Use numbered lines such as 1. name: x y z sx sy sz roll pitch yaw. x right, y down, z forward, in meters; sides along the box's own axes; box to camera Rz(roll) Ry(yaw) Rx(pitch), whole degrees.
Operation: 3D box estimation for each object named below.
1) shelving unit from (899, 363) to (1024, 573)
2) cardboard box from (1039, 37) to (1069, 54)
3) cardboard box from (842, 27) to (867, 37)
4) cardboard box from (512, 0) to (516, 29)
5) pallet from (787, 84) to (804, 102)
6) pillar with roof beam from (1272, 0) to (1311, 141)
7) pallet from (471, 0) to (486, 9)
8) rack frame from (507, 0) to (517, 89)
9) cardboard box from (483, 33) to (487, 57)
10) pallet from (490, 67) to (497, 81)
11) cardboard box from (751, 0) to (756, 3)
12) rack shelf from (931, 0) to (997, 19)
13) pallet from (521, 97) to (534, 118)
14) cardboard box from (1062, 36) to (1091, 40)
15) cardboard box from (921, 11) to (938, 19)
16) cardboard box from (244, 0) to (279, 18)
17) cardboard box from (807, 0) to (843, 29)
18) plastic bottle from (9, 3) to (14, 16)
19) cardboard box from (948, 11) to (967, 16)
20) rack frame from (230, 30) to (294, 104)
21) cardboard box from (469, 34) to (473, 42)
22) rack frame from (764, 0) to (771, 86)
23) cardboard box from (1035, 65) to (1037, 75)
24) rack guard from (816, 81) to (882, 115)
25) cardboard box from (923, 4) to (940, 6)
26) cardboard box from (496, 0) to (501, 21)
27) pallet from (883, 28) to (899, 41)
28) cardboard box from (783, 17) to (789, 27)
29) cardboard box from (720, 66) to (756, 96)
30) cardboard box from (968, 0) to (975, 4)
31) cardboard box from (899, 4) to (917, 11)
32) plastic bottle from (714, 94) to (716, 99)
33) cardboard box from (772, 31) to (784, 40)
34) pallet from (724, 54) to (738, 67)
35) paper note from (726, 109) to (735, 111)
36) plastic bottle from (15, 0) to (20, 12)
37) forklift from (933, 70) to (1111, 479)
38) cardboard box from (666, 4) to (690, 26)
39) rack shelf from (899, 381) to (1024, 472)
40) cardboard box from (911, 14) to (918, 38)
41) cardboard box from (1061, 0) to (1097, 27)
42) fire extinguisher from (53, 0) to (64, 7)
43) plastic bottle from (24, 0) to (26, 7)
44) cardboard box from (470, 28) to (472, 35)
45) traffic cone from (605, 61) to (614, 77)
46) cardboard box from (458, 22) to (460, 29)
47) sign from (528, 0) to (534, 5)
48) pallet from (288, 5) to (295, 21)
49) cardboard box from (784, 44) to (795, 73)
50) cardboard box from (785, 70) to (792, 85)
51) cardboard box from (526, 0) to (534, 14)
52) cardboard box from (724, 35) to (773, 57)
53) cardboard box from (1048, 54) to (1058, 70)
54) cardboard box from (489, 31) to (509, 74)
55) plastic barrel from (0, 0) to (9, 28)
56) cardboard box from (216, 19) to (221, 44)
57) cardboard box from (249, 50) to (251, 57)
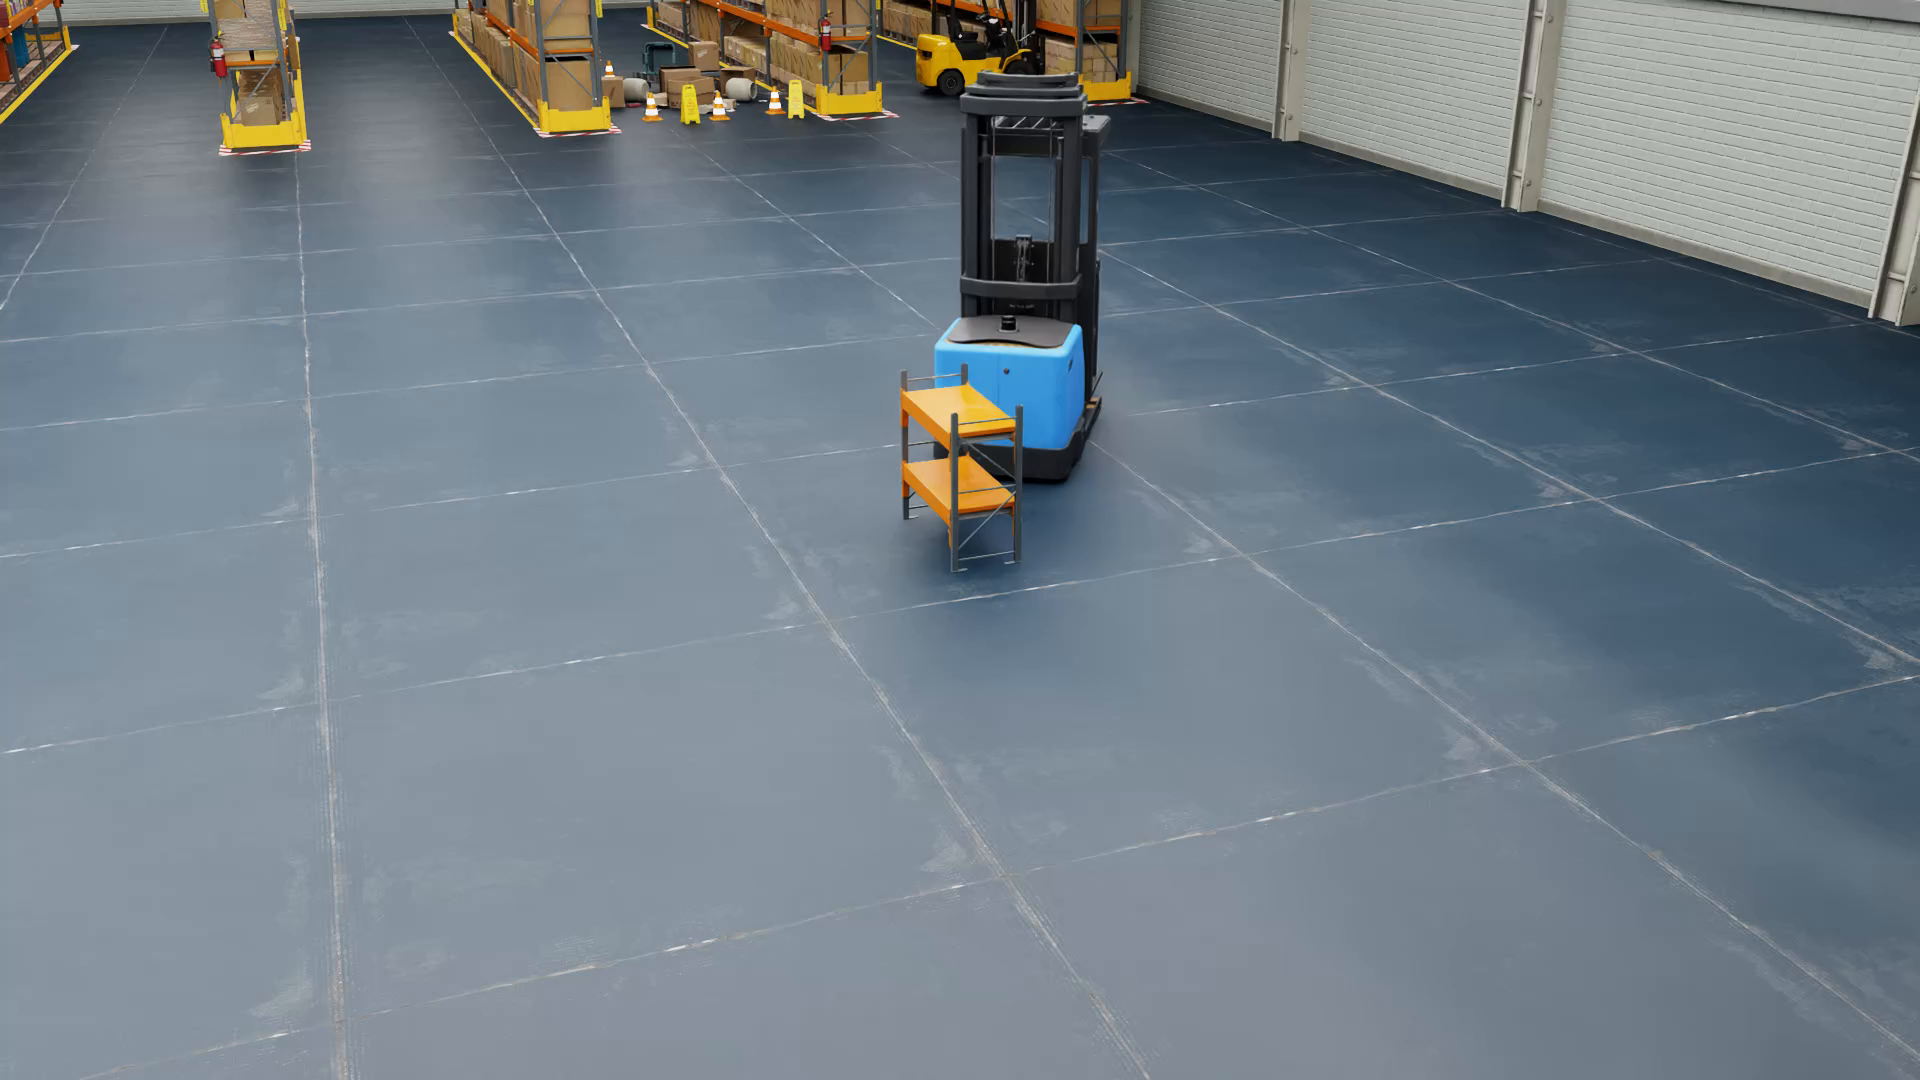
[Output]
1. shelving unit: -0.002 -0.521 11.537 0.538 1.125 1.048 -8 24 -19
2. cardboard box: 1.838 -9.690 32.590 0.500 0.250 0.500 -8 24 -18
3. cardboard box: -1.902 -9.165 29.956 0.380 0.149 0.250 -8 24 -19
4. cardboard box: -7.843 -9.803 30.954 0.875 0.550 0.550 -8 24 -19
5. pallet: -2.684 -8.614 31.916 1.003 0.211 1.213 -8 24 -19
6. pillar with roof beam: 1.356 -10.182 24.321 9.100 9.000 0.400 -8 24 -19
7. pallet: -9.749 -11.476 35.362 1.213 0.211 1.003 -8 24 -19
8. rack frame: -7.984 -9.867 31.297 1.000 3.000 0.127 -8 24 -19
9. cardboard box: -10.054 -10.754 36.080 0.500 0.500 0.500 -7 24 -17
10. pallet: -9.189 -9.738 34.583 1.003 0.211 1.213 -8 24 -19
11. cardboard box: -4.031 -10.996 33.760 0.380 0.149 0.250 -9 24 -20
12. rack shelf: 0.547 -11.660 36.479 1.077 0.370 4.000 -8 24 -19
13. pallet: -7.354 -7.851 30.104 1.003 0.211 1.213 -8 24 -19
14. cardboard box: 2.327 -9.763 32.765 0.500 0.250 0.500 -9 24 -19
15. cardboard box: -0.697 -12.298 38.910 0.380 0.149 0.250 -10 25 -22
16. cardboard box: -11.187 -8.650 26.613 0.500 0.500 0.500 -8 24 -19
17. cardboard box: -2.426 -9.472 29.848 0.500 0.500 0.500 -9 24 -20
18. plastic bottle: -18.981 -10.604 33.213 0.097 0.271 0.097 0 23 0
19. cardboard box: -0.053 -12.291 38.892 0.380 0.149 0.250 -7 24 -16
20. rack frame: -12.660 -9.223 29.770 1.000 3.000 0.127 -8 24 -19
21. cardboard box: -11.268 -11.749 38.893 0.380 0.149 0.250 -8 24 -18
22. rack frame: -3.389 -10.582 32.996 1.000 3.000 0.127 -8 24 -19
23. cardboard box: 1.665 -9.416 33.228 0.500 0.250 0.500 -8 24 -17
24. rack guard: -2.003 -8.005 30.098 1.175 0.500 0.348 -8 24 -19
25. cardboard box: -0.676 -12.954 40.464 0.380 0.149 0.250 -8 24 -18
26. cardboard box: -8.776 -10.433 32.512 0.500 0.500 0.500 -8 24 -18
27. pallet: -1.250 -12.596 41.364 1.003 0.211 1.213 -8 24 -19
28. cardboard box: -3.135 -9.842 31.563 0.380 0.149 0.250 -8 24 -19
29. cardboard box: -4.284 -8.856 32.114 0.500 0.500 0.500 8 24 18
30. cardboard box: 0.501 -11.709 35.863 0.500 0.250 0.500 -8 24 -19
31. cardboard box: -1.261 -12.970 40.503 0.380 0.149 0.250 -8 24 -19
32. plastic bottle: -4.688 -8.502 31.843 0.133 0.061 0.283 -4 23 -10
33. cardboard box: -3.445 -9.848 32.453 0.380 0.149 0.250 -8 24 -18
34. pallet: -4.528 -10.467 36.311 1.003 0.211 1.213 -8 24 -19
35. paper note: -4.172 -7.831 30.291 0.148 0.019 0.142 -18 29 -37
36. plastic bottle: -19.324 -10.929 33.978 0.152 0.276 0.135 -8 24 -19
37. forklift: 0.601 -2.355 13.564 1.130 2.935 3.031 5 23 11
38. cardboard box: -6.971 -13.398 42.434 0.875 0.438 0.875 -8 24 -18
39. rack shelf: -0.002 -0.791 11.424 0.538 0.278 1.000 -8 24 -19
40. cardboard box: -0.865 -12.257 39.647 0.500 0.500 0.500 -7 24 -17
41. cardboard box: 2.247 -10.000 31.486 0.500 0.500 0.500 -9 24 -20
42. fire extinguisher: -21.161 -12.813 38.868 0.296 0.674 0.183 -8 24 -19
43. plastic bottle: -19.678 -11.294 34.844 0.152 0.276 0.135 -8 24 -19
44. cardboard box: -11.219 -11.861 38.776 0.380 0.149 0.250 -8 24 -18
45. traffic cone: -7.045 -9.392 33.438 0.336 0.463 0.334 -8 24 -19
46. cardboard box: -12.338 -12.872 41.558 0.380 0.149 0.250 -8 24 -18
47. sign: -7.084 -8.986 27.413 0.100 0.325 0.005 -8 24 -19
48. pallet: -13.722 -10.343 32.676 1.213 0.211 1.003 -8 24 -19
49. cardboard box: -3.052 -9.222 31.801 0.500 0.500 0.500 -7 24 -16
50. cardboard box: -3.044 -8.873 31.939 0.500 0.250 0.500 -9 24 -20
51. cardboard box: -6.947 -9.307 28.387 0.875 0.550 0.550 -8 24 -19
52. cardboard box: -4.612 -10.812 36.383 0.950 0.372 0.625 -10 25 -23
53. cardboard box: 2.035 -9.286 32.276 0.500 0.250 0.500 -9 24 -20
54. cardboard box: -8.955 -9.926 33.794 1.050 0.750 0.750 -8 24 -18
55. plastic barrel: -18.260 -9.932 31.278 0.600 0.536 0.708 -8 24 -19
56. cardboard box: -11.705 -8.321 27.119 0.875 0.500 0.500 -8 24 -19
57. cardboard box: -11.629 -7.820 26.764 0.380 0.149 0.250 -8 24 -19
